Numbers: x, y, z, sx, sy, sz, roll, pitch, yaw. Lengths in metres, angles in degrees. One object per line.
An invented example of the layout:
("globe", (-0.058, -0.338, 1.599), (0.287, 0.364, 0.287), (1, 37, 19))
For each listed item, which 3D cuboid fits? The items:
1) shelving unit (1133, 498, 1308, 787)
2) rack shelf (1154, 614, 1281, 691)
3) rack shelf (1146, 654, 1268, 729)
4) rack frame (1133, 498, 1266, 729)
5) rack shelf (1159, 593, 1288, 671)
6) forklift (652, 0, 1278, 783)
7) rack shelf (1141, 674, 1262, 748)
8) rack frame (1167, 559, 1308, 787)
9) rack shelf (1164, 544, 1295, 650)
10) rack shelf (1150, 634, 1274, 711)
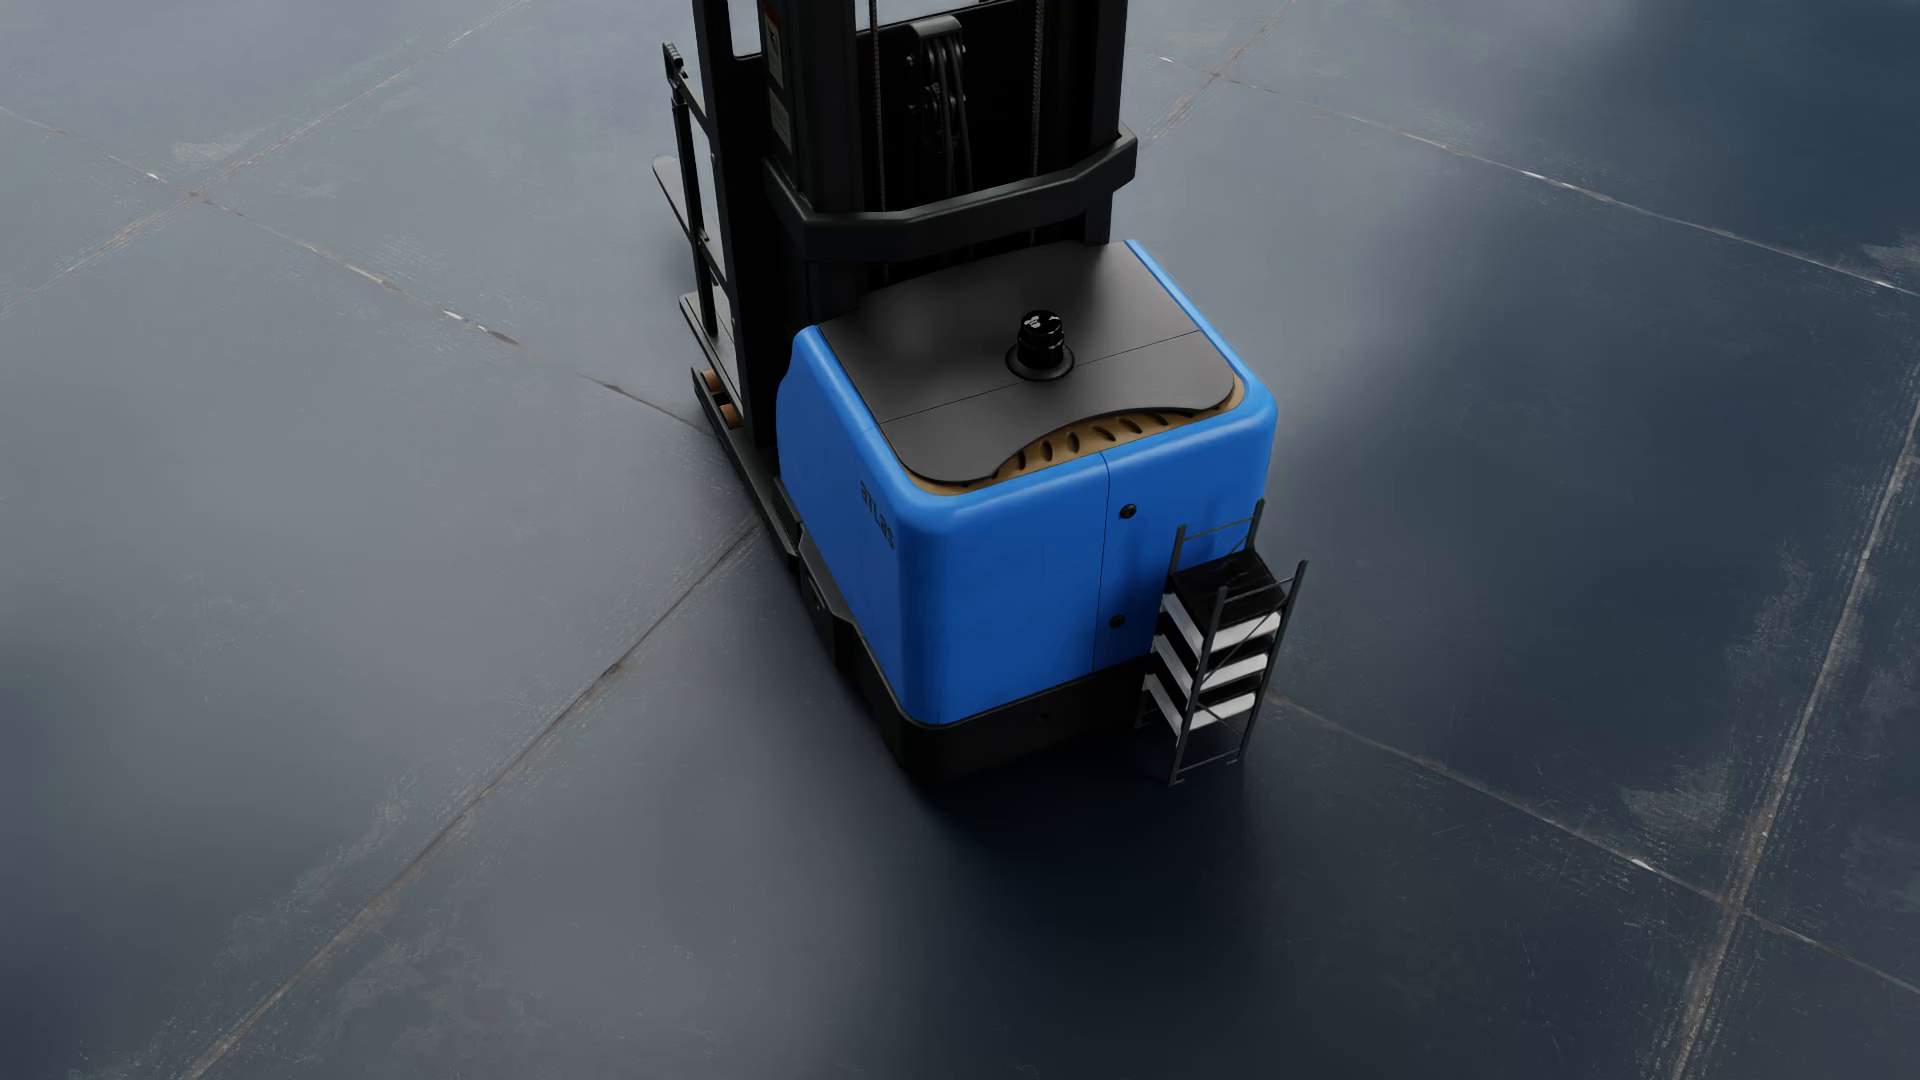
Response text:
("shelving unit", (0.660, 0.290, 4.332), (0.258, 0.900, 0.210), (-17, 54, -16))
("rack shelf", (0.662, 0.254, 4.288), (0.258, 0.077, 0.200), (-17, 54, -16))
("rack shelf", (0.655, 0.367, 4.428), (0.258, 0.077, 0.200), (-17, 54, -16))
("rack frame", (0.620, 0.216, 4.390), (0.240, 0.900, 0.006), (-17, 54, -16))
("rack shelf", (0.666, 0.197, 4.218), (0.258, 0.077, 0.200), (-17, 54, -16))
("forklift", (-0.254, -1.431, 4.600), (1.130, 2.935, 3.031), (-18, 48, -16))
("rack shelf", (0.652, 0.424, 4.498), (0.258, 0.077, 0.200), (-17, 54, -16))
("rack frame", (0.700, 0.363, 4.275), (0.240, 0.900, 0.006), (-17, 54, -16))
("rack shelf", (0.669, 0.141, 4.148), (0.258, 0.077, 0.200), (-17, 54, -16))
("rack shelf", (0.659, 0.311, 4.358), (0.258, 0.077, 0.200), (-17, 54, -16))
